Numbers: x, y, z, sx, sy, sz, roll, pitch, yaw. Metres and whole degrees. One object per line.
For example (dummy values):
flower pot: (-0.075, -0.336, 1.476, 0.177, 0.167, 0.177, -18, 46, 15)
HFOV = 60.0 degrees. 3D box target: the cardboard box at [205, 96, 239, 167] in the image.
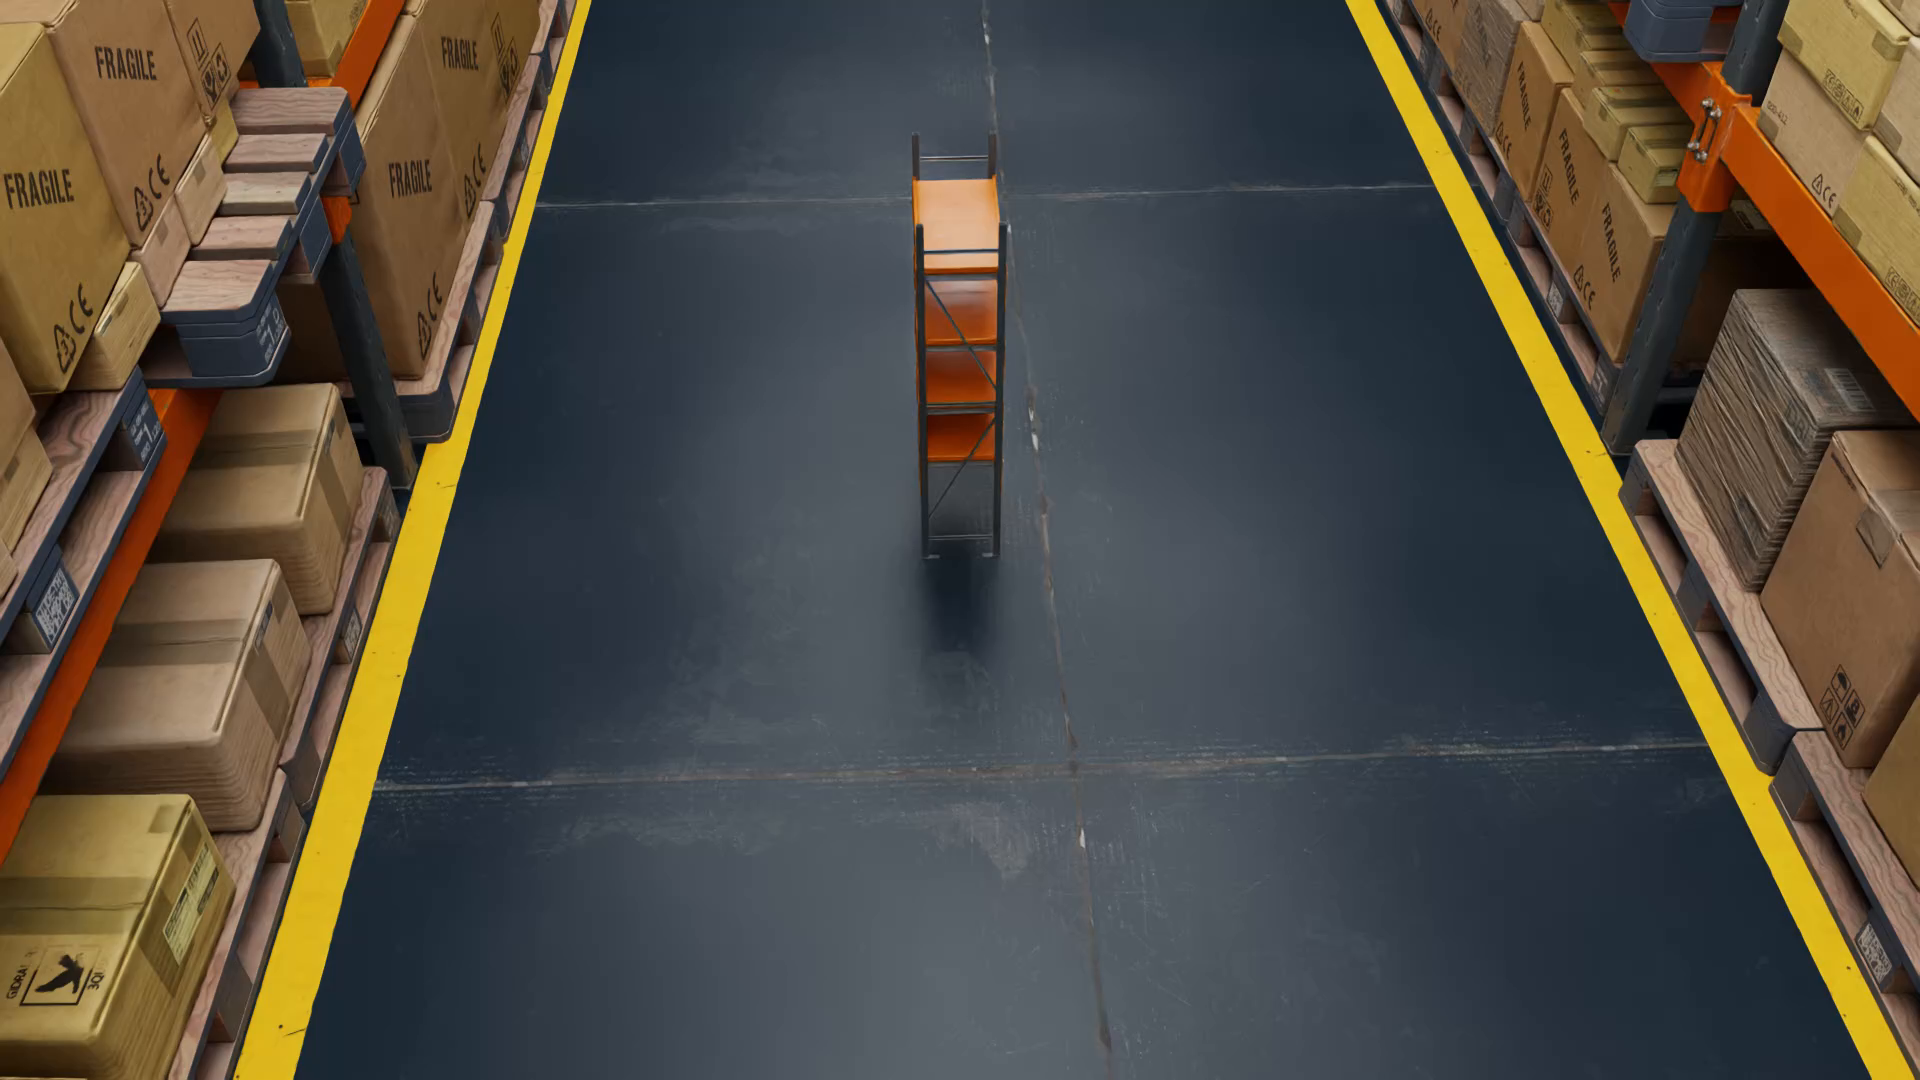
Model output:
cardboard box: (-1.958, -0.958, 3.951, 0.380, 0.149, 0.250, -1, 43, -1)

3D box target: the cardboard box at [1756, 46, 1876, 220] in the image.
cardboard box: (2.443, -1.073, 4.311, 0.500, 0.250, 0.500, -1, 43, -2)

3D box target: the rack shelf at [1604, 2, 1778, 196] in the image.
rack shelf: (2.583, -2.519, 6.311, 1.077, 0.370, 4.000, -2, 43, -2)

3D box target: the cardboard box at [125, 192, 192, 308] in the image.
cardboard box: (-1.900, -0.619, 3.581, 0.380, 0.149, 0.250, -4, 43, -4)

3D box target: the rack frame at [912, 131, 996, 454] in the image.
rack frame: (-0.017, -0.719, 5.146, 0.240, 1.200, 0.015, -2, 43, -2)

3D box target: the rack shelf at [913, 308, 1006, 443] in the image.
rack shelf: (-0.007, -0.504, 5.012, 0.258, 0.148, 0.480, -2, 43, -2)

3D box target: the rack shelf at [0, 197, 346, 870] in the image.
rack shelf: (-2.206, 0.326, 3.207, 1.077, 0.370, 4.000, -2, 43, -2)

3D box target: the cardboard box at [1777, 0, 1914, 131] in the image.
cardboard box: (2.418, -1.256, 4.142, 0.500, 0.250, 0.500, -2, 43, -2)

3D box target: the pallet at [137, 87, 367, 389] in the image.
pallet: (-2.154, -0.741, 3.980, 1.213, 0.211, 1.003, -2, 43, -2)

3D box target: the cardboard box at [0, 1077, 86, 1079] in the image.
cardboard box: (-2.180, 1.385, 3.153, 0.950, 0.372, 0.625, 1, 43, 1)

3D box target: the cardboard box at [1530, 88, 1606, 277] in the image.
cardboard box: (2.425, -1.285, 5.971, 0.500, 0.500, 0.500, -2, 43, -2)

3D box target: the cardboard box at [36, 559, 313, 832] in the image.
cardboard box: (-2.237, 0.404, 4.223, 0.950, 0.372, 0.625, -2, 43, -3)

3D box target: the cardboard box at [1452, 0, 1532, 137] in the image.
cardboard box: (2.359, -1.989, 6.739, 0.500, 0.500, 0.500, -3, 43, -3)

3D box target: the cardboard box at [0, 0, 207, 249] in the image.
cardboard box: (-1.961, -0.943, 3.454, 0.500, 0.500, 0.500, -2, 43, -2)

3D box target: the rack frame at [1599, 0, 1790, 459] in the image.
rack frame: (2.668, -1.434, 4.595, 1.000, 3.000, 0.127, -2, 43, -2)

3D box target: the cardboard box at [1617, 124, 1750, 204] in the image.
cardboard box: (2.394, -1.233, 5.434, 0.380, 0.149, 0.250, -4, 43, -4)

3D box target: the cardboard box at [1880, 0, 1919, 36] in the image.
cardboard box: (2.400, -1.307, 3.902, 0.380, 0.149, 0.250, -1, 43, -1)

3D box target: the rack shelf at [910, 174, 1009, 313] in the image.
rack shelf: (-0.007, -0.844, 4.701, 0.258, 0.148, 0.480, -2, 43, -2)

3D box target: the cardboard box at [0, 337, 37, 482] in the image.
cardboard box: (-1.916, -0.234, 2.680, 0.500, 0.500, 0.500, -3, 43, -4)

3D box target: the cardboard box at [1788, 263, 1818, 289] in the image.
cardboard box: (2.930, -0.960, 5.617, 0.500, 0.500, 0.500, 0, 43, 0)

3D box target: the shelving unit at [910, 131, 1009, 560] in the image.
shelving unit: (-0.007, -0.554, 4.966, 0.258, 1.200, 0.503, -2, 43, -2)

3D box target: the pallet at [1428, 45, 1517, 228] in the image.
pallet: (2.625, -1.733, 6.985, 1.003, 0.211, 1.213, -2, 43, -2)

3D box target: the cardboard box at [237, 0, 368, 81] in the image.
cardboard box: (-2.060, -1.572, 4.856, 0.500, 0.250, 0.500, -2, 43, -3)

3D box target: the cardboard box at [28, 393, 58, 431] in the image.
cardboard box: (-1.990, -0.261, 3.190, 0.380, 0.149, 0.250, -1, 43, -1)

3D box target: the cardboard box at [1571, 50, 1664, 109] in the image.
cardboard box: (2.385, -1.595, 5.830, 0.380, 0.149, 0.250, -3, 43, -3)

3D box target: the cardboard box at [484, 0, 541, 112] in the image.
cardboard box: (-2.308, -2.336, 6.840, 0.875, 0.875, 0.875, -1, 43, -1)

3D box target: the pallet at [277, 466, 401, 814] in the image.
pallet: (-2.259, 0.266, 4.804, 1.003, 0.211, 1.213, -2, 43, -2)

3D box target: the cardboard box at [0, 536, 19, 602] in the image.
cardboard box: (-1.856, 0.086, 2.812, 0.380, 0.149, 0.250, 0, 43, 0)

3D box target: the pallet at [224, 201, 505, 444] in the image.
pallet: (-2.249, -0.796, 5.962, 1.003, 0.211, 1.213, -2, 43, -2)

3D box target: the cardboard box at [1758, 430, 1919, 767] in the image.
cardboard box: (2.717, 0.148, 4.315, 0.875, 0.625, 0.625, 0, 43, 0)

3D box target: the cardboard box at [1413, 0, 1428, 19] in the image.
cardboard box: (2.327, -2.676, 7.489, 0.500, 0.500, 0.500, -2, 43, -2)

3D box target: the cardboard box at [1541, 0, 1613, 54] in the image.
cardboard box: (2.408, -1.943, 6.209, 0.380, 0.149, 0.250, -2, 43, -2)

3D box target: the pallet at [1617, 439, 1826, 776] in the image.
pallet: (2.664, 0.150, 4.930, 1.003, 0.211, 1.213, -2, 43, -2)

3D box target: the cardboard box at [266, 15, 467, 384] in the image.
cardboard box: (-2.237, -1.130, 5.524, 0.875, 0.875, 0.875, -2, 43, -2)

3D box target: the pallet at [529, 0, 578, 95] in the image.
pallet: (-2.353, -2.443, 7.759, 1.003, 0.211, 1.213, -2, 43, -2)
